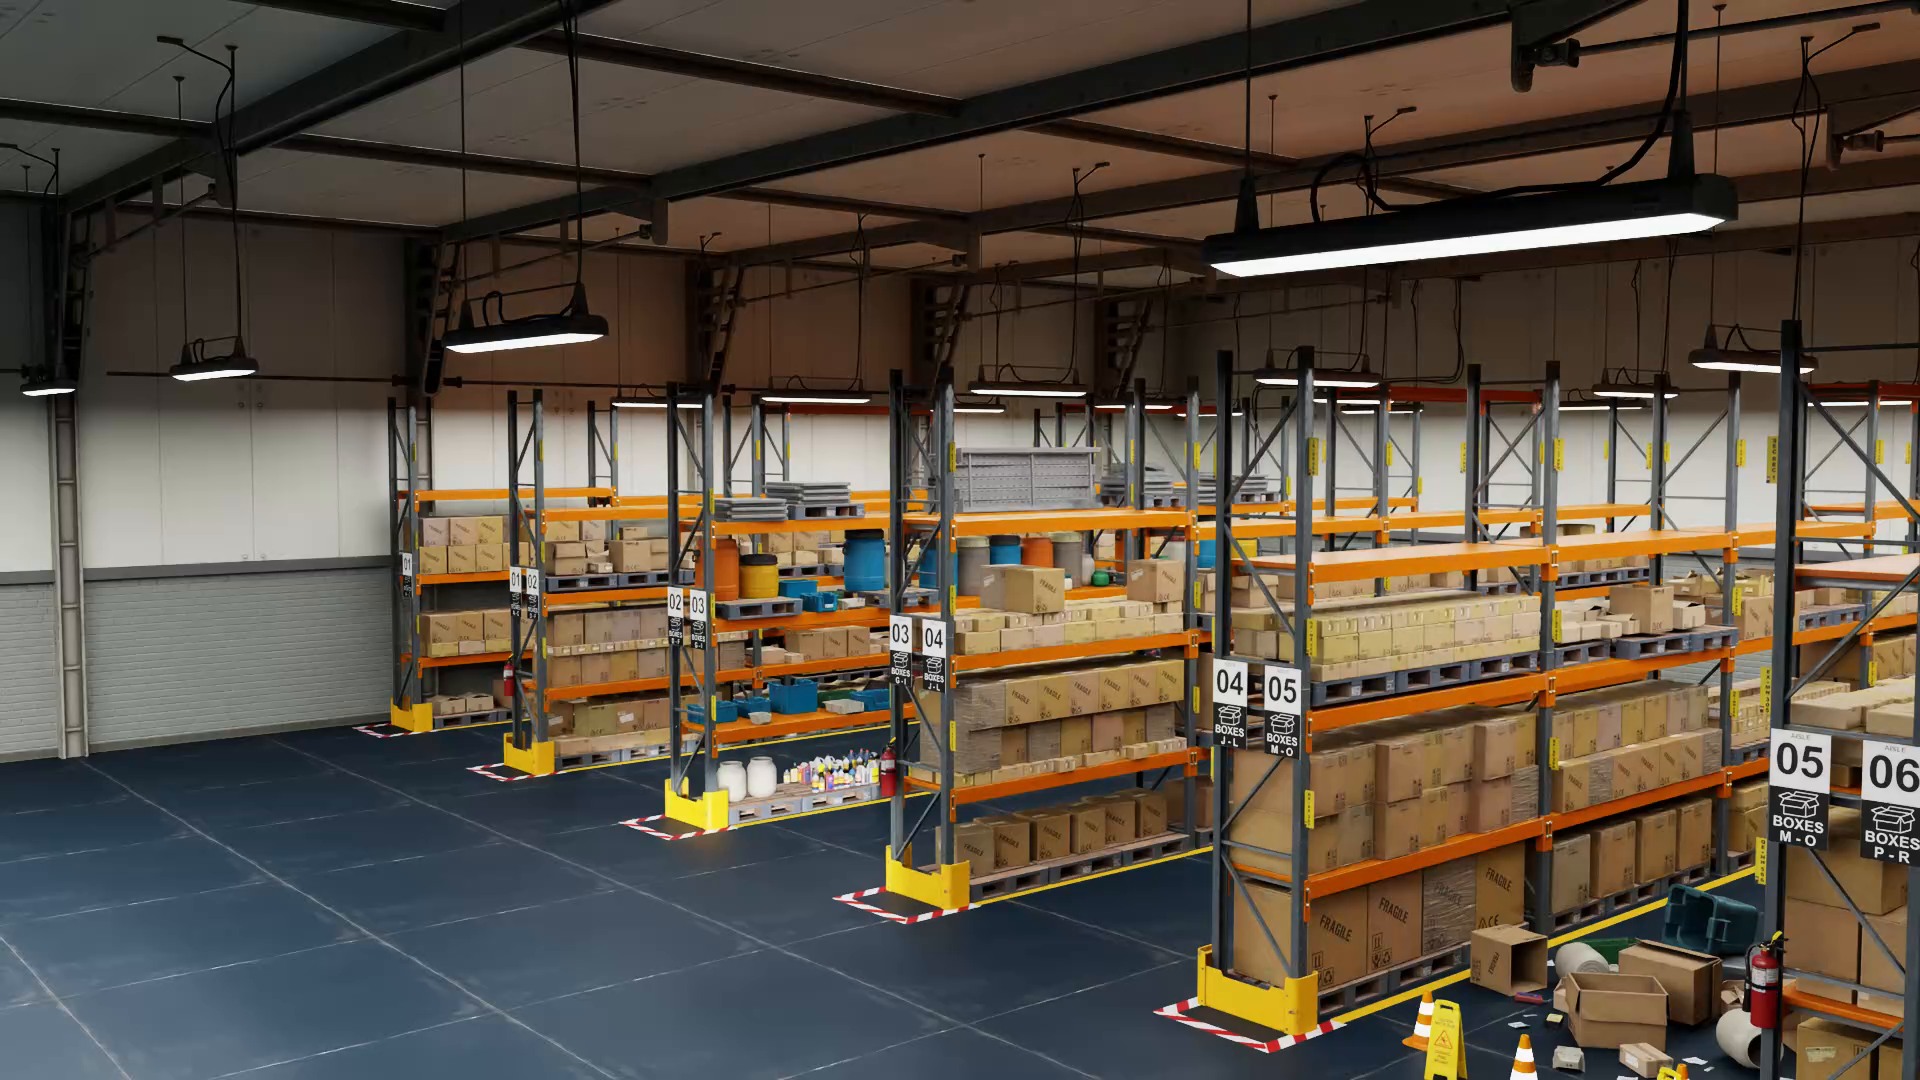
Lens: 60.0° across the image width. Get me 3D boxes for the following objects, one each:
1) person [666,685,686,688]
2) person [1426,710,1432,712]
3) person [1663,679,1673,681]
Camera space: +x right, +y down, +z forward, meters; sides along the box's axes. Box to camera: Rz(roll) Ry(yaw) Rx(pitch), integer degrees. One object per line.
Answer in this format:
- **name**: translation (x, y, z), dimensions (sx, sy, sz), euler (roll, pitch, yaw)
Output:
- **person**: translation (-5.322, 2.494, 30.597), dimensions (0.610, 1.808, 0.403), euler (-2, 4, -35)
- **person**: translation (6.293, 2.962, 22.568), dimensions (0.636, 1.781, 0.502), euler (-1, 4, -21)
- **person**: translation (10.397, 2.876, 24.719), dimensions (0.493, 1.661, 0.522), euler (-3, 4, -37)
